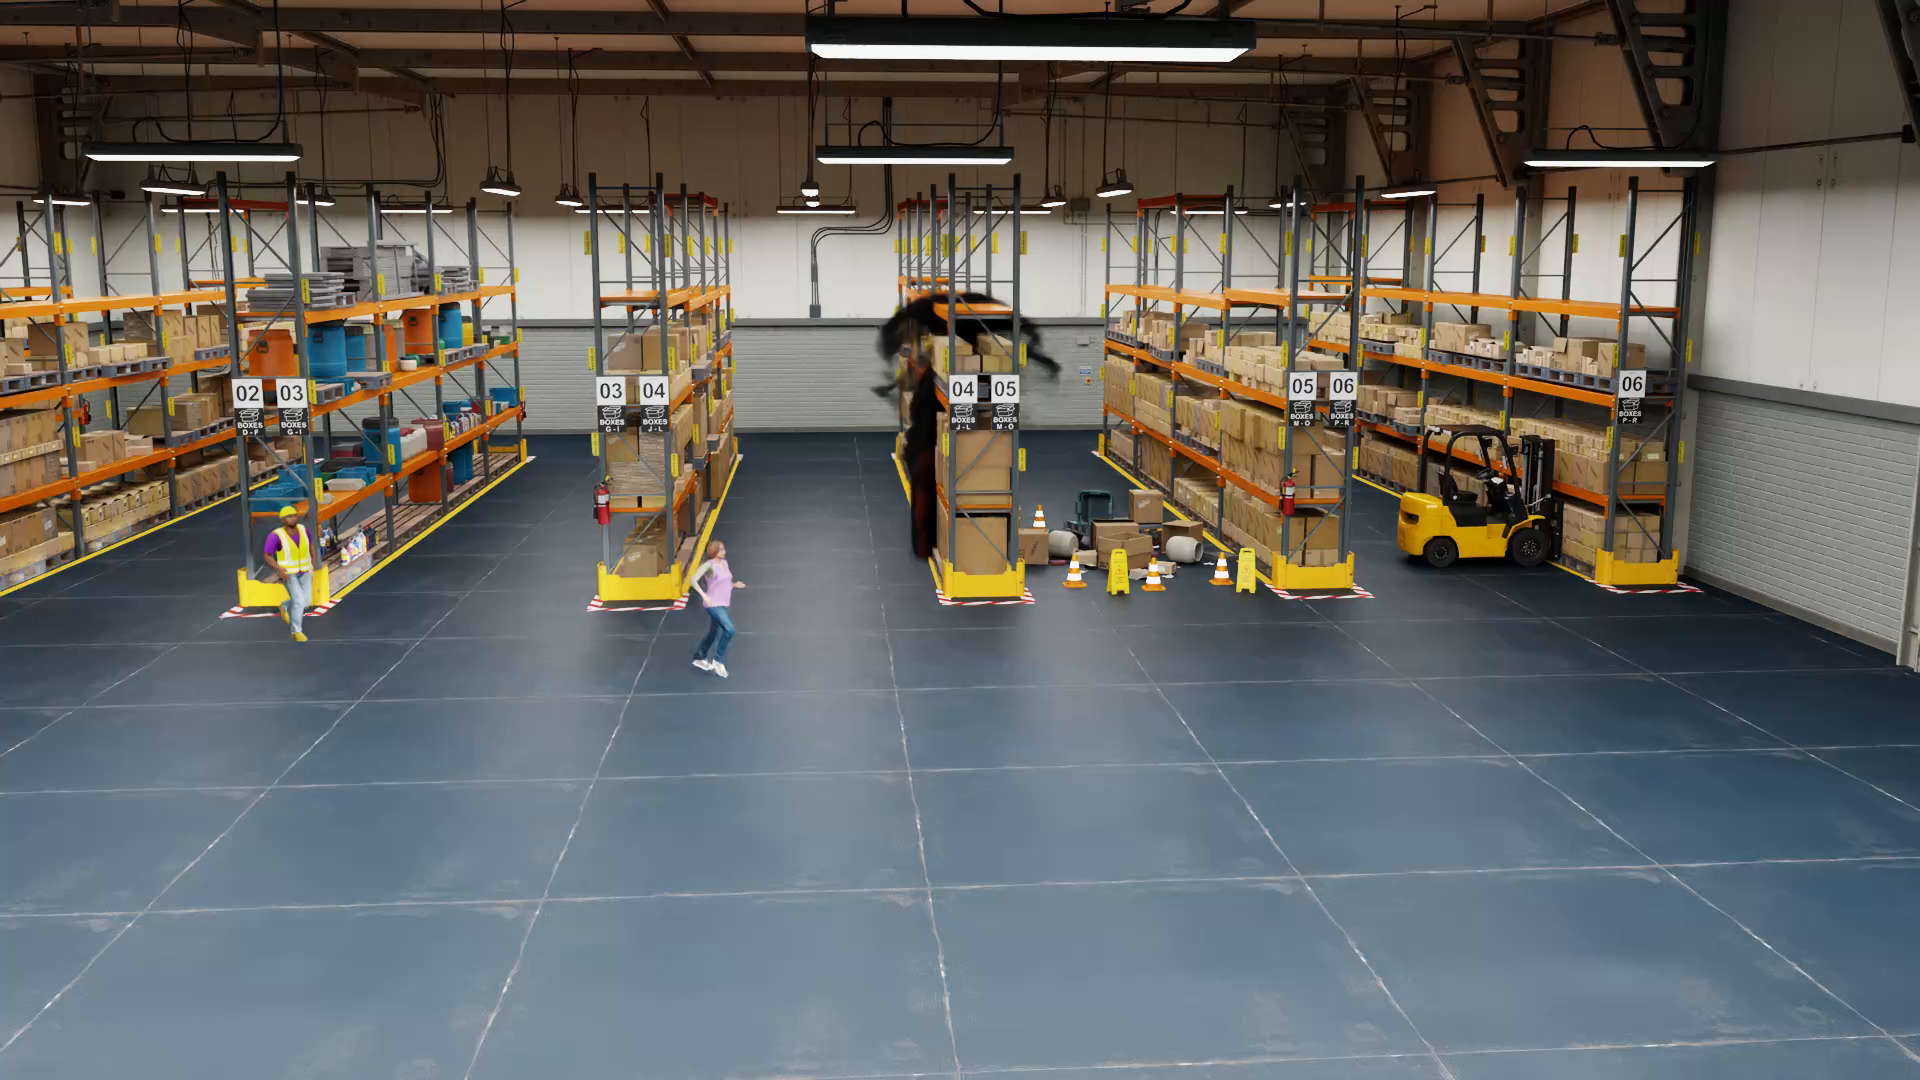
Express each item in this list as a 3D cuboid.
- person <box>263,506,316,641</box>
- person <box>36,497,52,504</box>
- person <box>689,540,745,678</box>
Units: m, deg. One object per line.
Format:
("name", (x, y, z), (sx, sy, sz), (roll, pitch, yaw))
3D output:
("person", (-8.626, 0.415, 21.435), (0.612, 1.750, 0.704), (7, 12, 36))
("person", (-16.703, -1.114, 30.229), (0.553, 1.628, 0.564), (-2, 10, -13))
("person", (-2.862, 0.805, 19.581), (0.695, 1.623, 0.514), (3, 11, 18))
